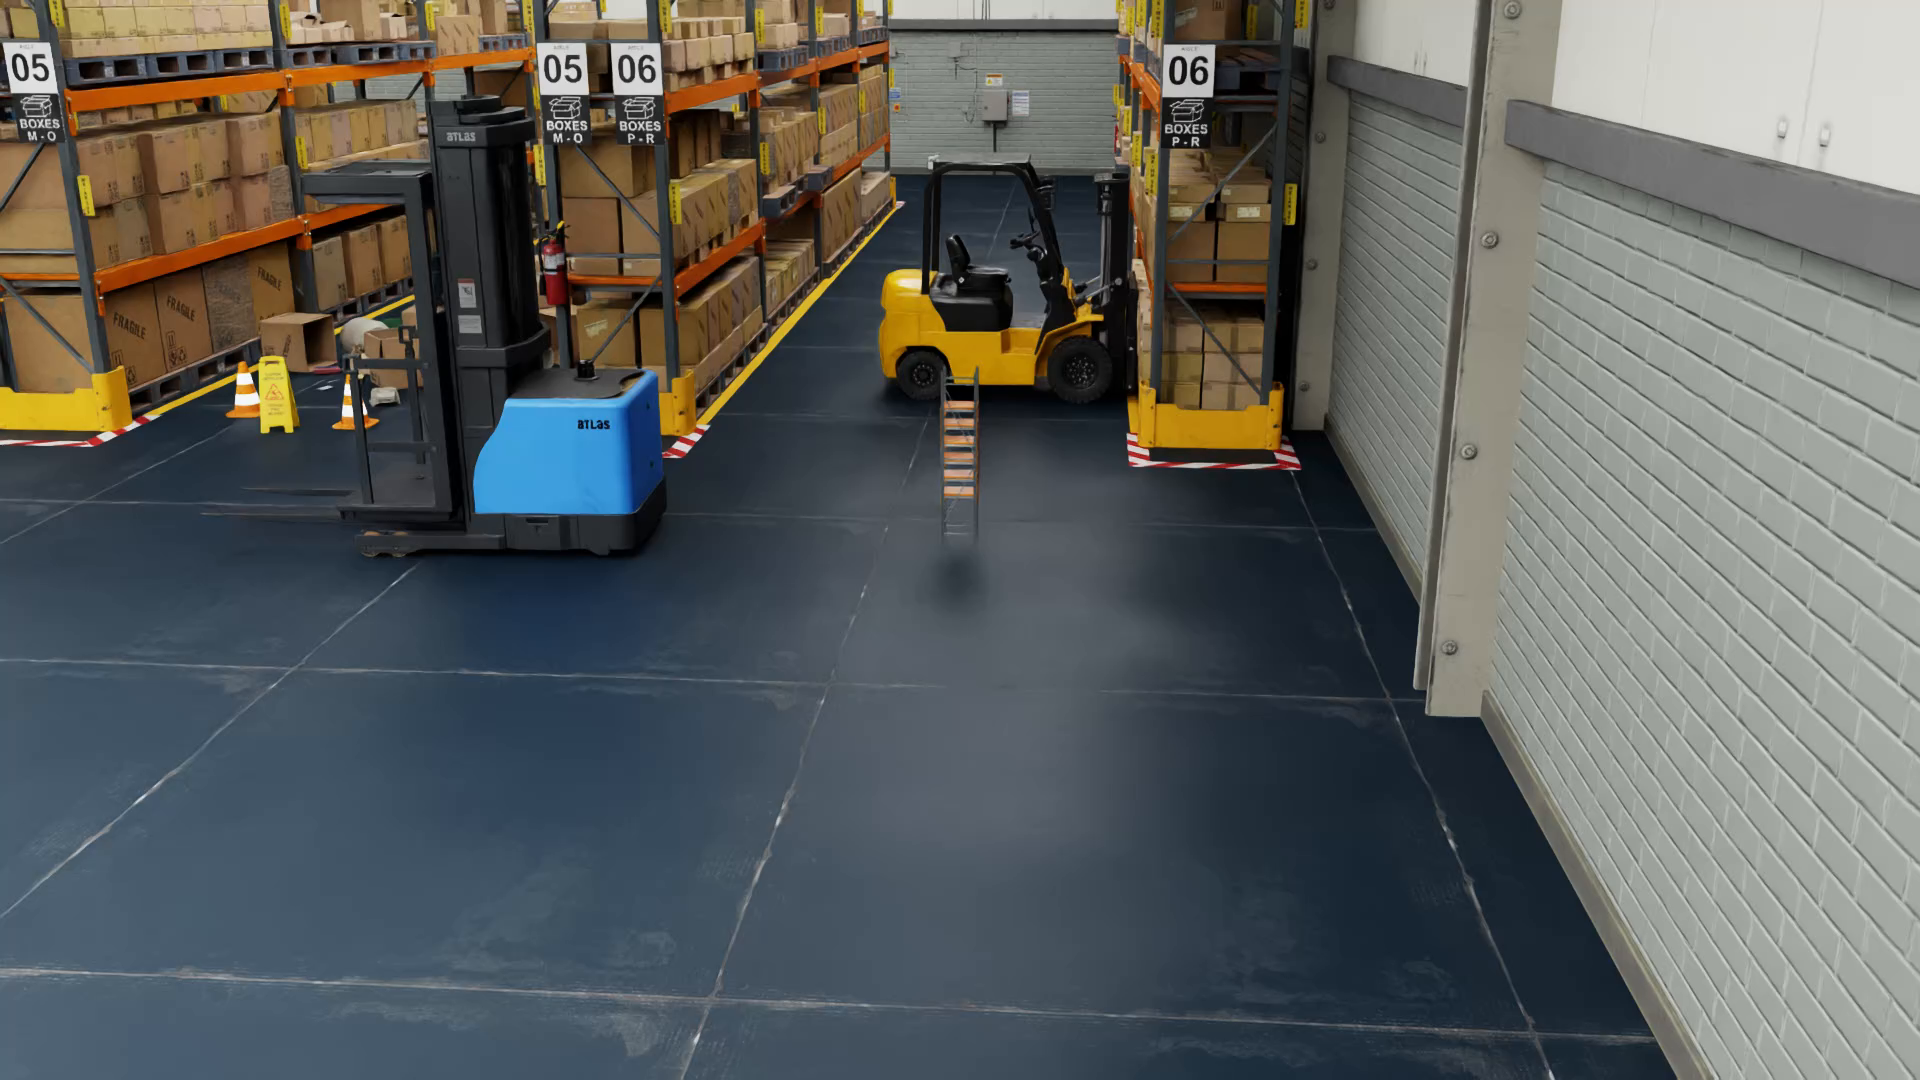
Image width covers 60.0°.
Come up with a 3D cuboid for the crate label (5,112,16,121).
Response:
[{"bbox_3d":[-16.899,-7.530,29.758,0.416,0.233,0.303,1,18,4],"label":"crate label"}]

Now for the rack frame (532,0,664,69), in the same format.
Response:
[{"bbox_3d":[-2.875,-5.200,12.841,1.000,3.000,0.127,1,18,4],"label":"rack frame"}]

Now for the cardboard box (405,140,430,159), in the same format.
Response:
[{"bbox_3d":[-7.011,-4.814,21.138,0.500,0.500,0.500,1,18,4],"label":"cardboard box"}]

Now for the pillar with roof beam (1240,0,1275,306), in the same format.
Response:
[{"bbox_3d":[-0.839,-7.246,19.085,9.100,9.000,0.400,1,18,4],"label":"pillar with roof beam"}]

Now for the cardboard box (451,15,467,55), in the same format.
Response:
[{"bbox_3d":[-6.911,-6.713,22.114,0.500,0.500,0.500,1,18,4],"label":"cardboard box"}]

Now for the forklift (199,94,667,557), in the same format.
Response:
[{"bbox_3d":[-3.627,-1.443,11.119,3.031,2.935,1.130,1,18,2],"label":"forklift"}]

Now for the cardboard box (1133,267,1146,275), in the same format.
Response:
[{"bbox_3d":[1.968,-2.548,16.518,0.500,0.250,0.500,1,18,4],"label":"cardboard box"}]

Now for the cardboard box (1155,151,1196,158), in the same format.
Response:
[{"bbox_3d":[2.106,-3.724,16.291,0.380,0.149,0.250,1,18,3],"label":"cardboard box"}]

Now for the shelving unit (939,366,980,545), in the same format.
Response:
[{"bbox_3d":[-0.001,-0.566,11.222,0.258,1.200,0.189,1,18,4],"label":"shelving unit"}]

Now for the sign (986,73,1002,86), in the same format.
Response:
[{"bbox_3d":[0.697,-9.436,34.077,0.339,0.242,0.001,1,18,4],"label":"sign"}]

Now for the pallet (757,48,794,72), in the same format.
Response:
[{"bbox_3d":[-2.438,-5.117,17.706,1.213,0.211,1.003,1,18,4],"label":"pallet"}]

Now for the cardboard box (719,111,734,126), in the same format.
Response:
[{"bbox_3d":[-2.748,-4.737,18.707,0.380,0.149,0.250,1,18,2],"label":"cardboard box"}]

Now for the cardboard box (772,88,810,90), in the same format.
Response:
[{"bbox_3d":[-2.381,-6.154,23.621,0.500,0.500,0.500,1,18,3],"label":"cardboard box"}]

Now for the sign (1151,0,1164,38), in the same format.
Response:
[{"bbox_3d":[1.536,-4.064,12.898,0.100,0.325,0.005,1,18,4],"label":"sign"}]

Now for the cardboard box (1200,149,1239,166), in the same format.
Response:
[{"bbox_3d":[2.582,-3.796,16.511,0.380,0.149,0.250,1,18,2],"label":"cardboard box"}]

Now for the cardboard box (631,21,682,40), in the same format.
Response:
[{"bbox_3d":[-2.565,-4.295,14.018,0.380,0.149,0.250,1,18,4],"label":"cardboard box"}]

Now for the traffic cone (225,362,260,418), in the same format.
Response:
[{"bbox_3d":[-6.365,-1.356,14.818,0.336,0.463,0.334,1,18,4],"label":"traffic cone"}]

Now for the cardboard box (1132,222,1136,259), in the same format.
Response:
[{"bbox_3d":[2.591,-3.602,20.737,0.875,0.625,0.625,2,18,6],"label":"cardboard box"}]

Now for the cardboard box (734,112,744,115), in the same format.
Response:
[{"bbox_3d":[-2.565,-5.088,20.820,0.500,0.500,0.500,1,18,2],"label":"cardboard box"}]

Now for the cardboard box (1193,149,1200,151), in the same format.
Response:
[{"bbox_3d":[2.690,-4.181,18.165,0.380,0.149,0.250,1,18,3],"label":"cardboard box"}]

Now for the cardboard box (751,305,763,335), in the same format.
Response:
[{"bbox_3d":[-2.363,-2.295,17.350,0.500,0.250,0.500,2,18,6],"label":"cardboard box"}]

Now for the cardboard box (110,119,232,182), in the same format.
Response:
[{"bbox_3d":[-7.693,-3.803,16.237,0.875,0.550,0.550,1,18,4],"label":"cardboard box"}]

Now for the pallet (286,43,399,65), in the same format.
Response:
[{"bbox_3d":[-7.317,-5.700,19.487,1.003,0.211,1.213,2,18,6],"label":"pallet"}]

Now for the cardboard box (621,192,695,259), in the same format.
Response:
[{"bbox_3d":[-2.565,-2.679,14.143,0.500,0.500,0.500,1,18,3],"label":"cardboard box"}]

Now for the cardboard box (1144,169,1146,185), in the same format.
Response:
[{"bbox_3d":[1.978,-3.507,16.108,0.380,0.149,0.250,2,18,5],"label":"cardboard box"}]

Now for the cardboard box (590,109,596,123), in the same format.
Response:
[{"bbox_3d":[-6.490,-7.281,28.189,0.500,0.500,0.500,1,18,3],"label":"cardboard box"}]

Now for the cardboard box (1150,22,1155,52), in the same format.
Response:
[{"bbox_3d":[1.953,-4.636,15.318,0.396,0.266,0.258,1,18,3],"label":"cardboard box"}]

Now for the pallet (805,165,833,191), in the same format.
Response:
[{"bbox_3d":[-2.247,-4.519,20.705,1.213,0.211,1.003,1,18,4],"label":"pallet"}]

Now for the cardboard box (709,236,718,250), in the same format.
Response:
[{"bbox_3d":[-2.484,-2.813,15.595,0.380,0.149,0.250,1,18,2],"label":"cardboard box"}]

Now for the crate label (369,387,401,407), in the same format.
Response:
[{"bbox_3d":[-5.268,-1.316,15.219,0.250,0.136,0.298,-9,20,-25],"label":"crate label"}]

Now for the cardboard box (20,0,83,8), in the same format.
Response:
[{"bbox_3d":[-7.478,-4.457,13.678,0.380,0.149,0.250,1,18,5],"label":"cardboard box"}]

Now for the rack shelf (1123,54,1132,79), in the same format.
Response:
[{"bbox_3d":[2.793,-6.429,22.564,1.077,0.370,4.000,1,18,4],"label":"rack shelf"}]

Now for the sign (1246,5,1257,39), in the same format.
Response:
[{"bbox_3d":[2.916,-5.179,16.635,0.100,0.325,0.005,1,18,4],"label":"sign"}]

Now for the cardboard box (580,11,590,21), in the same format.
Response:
[{"bbox_3d":[-6.487,-8.682,27.722,0.500,0.250,0.500,1,18,2],"label":"cardboard box"}]

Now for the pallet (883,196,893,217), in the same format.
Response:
[{"bbox_3d":[-1.707,-5.743,28.611,1.003,0.211,1.213,1,18,4],"label":"pallet"}]

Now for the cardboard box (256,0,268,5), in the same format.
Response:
[{"bbox_3d":[-7.241,-5.482,16.806,0.380,0.149,0.250,1,18,3],"label":"cardboard box"}]

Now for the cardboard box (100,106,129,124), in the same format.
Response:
[{"bbox_3d":[-12.068,-6.008,23.170,0.797,0.503,0.637,2,18,5],"label":"cardboard box"}]

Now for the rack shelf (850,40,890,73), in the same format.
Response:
[{"bbox_3d":[-1.872,-7.781,26.690,1.077,0.370,4.000,1,18,4],"label":"rack shelf"}]

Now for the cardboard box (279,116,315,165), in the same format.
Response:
[{"bbox_3d":[-7.503,-4.348,18.107,0.700,0.500,0.500,1,18,3],"label":"cardboard box"}]

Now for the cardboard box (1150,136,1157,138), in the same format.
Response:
[{"bbox_3d":[2.316,-4.743,19.877,0.380,0.149,0.250,1,18,5],"label":"cardboard box"}]

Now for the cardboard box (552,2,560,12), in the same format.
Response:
[{"bbox_3d":[-6.555,-8.428,26.309,0.380,0.149,0.250,2,18,7],"label":"cardboard box"}]

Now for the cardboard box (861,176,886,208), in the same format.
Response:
[{"bbox_3d":[-1.733,-5.809,27.774,0.875,0.438,0.875,2,18,5],"label":"cardboard box"}]

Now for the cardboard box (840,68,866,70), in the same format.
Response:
[{"bbox_3d":[-1.692,-7.397,26.372,0.380,0.149,0.250,1,18,4],"label":"cardboard box"}]

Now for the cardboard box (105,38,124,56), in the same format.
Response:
[{"bbox_3d":[-7.439,-4.238,14.290,0.380,0.149,0.250,1,18,4],"label":"cardboard box"}]

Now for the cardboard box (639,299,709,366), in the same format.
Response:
[{"bbox_3d":[-2.540,-1.850,14.789,0.500,0.500,0.500,1,18,2],"label":"cardboard box"}]

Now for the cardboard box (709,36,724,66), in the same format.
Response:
[{"bbox_3d":[-2.459,-4.471,15.196,0.500,0.250,0.500,2,18,5],"label":"cardboard box"}]

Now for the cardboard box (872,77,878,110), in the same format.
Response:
[{"bbox_3d":[-1.610,-7.213,26.853,0.500,0.500,0.500,1,18,4],"label":"cardboard box"}]

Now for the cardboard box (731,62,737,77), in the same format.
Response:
[{"bbox_3d":[-2.407,-4.636,16.341,0.380,0.149,0.250,1,18,4],"label":"cardboard box"}]

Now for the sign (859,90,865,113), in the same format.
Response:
[{"bbox_3d":[-1.473,-6.580,24.953,0.100,0.325,0.005,1,18,4],"label":"sign"}]

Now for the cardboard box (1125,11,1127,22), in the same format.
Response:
[{"bbox_3d":[2.426,-7.098,22.542,0.380,0.149,0.250,1,18,4],"label":"cardboard box"}]

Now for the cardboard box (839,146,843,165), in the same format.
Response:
[{"bbox_3d":[-1.921,-5.385,23.280,0.500,0.250,0.500,1,18,4],"label":"cardboard box"}]

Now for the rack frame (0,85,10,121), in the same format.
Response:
[{"bbox_3d":[-12.186,-5.055,22.033,1.000,3.000,0.127,1,18,4],"label":"rack frame"}]

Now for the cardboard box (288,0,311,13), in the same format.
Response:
[{"bbox_3d":[-11.596,-9.097,28.555,0.700,0.500,0.500,0,18,1],"label":"cardboard box"}]
